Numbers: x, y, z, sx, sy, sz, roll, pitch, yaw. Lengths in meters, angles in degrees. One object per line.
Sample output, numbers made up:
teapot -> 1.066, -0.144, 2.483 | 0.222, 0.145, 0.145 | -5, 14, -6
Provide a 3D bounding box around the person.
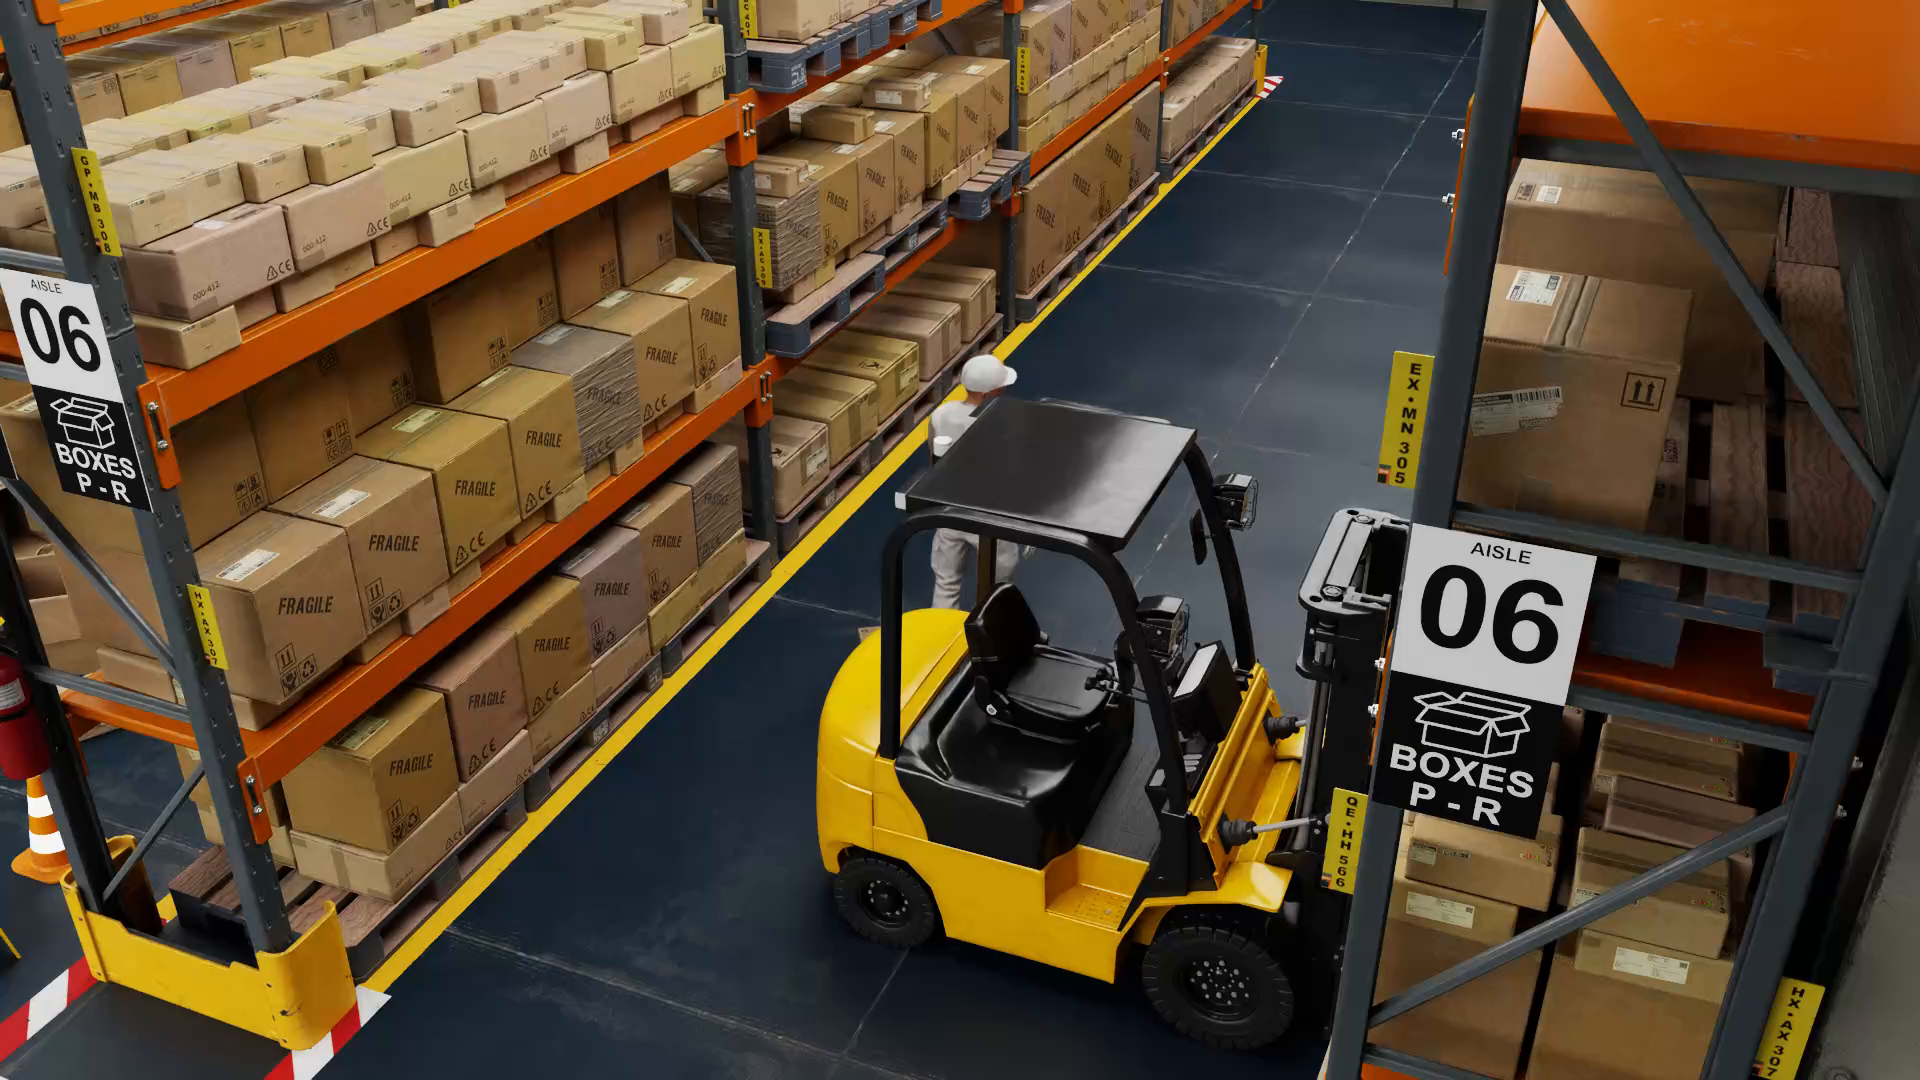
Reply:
person -> 0.127, -0.127, 8.563 | 0.625, 1.784, 0.626 | 16, 33, 26
